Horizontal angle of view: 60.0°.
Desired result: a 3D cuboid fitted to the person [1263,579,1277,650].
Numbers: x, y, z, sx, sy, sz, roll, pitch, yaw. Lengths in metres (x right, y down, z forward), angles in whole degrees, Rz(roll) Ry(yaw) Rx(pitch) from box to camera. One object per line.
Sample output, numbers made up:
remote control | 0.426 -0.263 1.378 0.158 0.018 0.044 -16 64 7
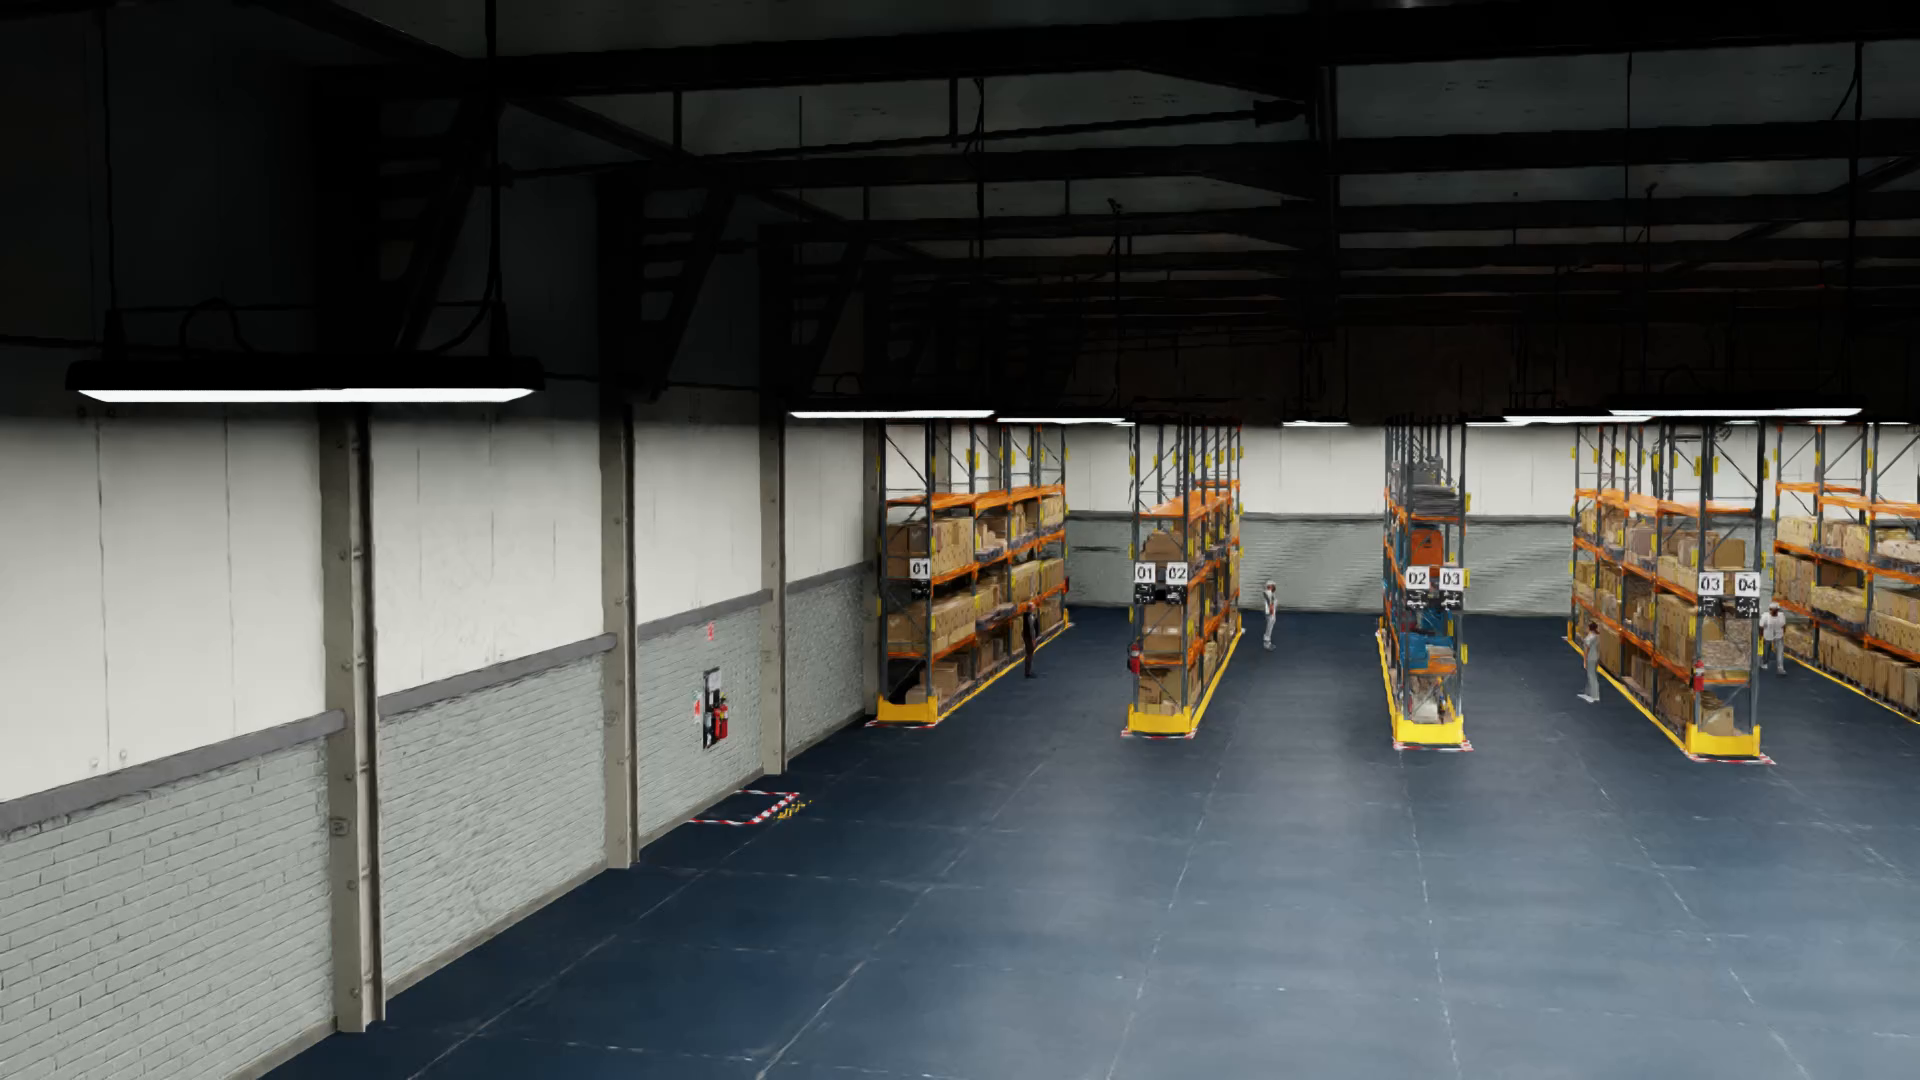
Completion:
person | 8.007 1.908 42.867 0.395 1.790 0.652 0 4 0

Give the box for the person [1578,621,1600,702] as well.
person | 13.184 2.517 34.804 0.569 1.668 0.562 4 5 43

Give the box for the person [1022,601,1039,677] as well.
person | 1.634 2.260 38.171 0.405 1.727 0.615 -1 4 -10

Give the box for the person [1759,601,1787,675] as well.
person | 18.897 2.254 38.675 0.577 1.687 1.121 1 4 15
